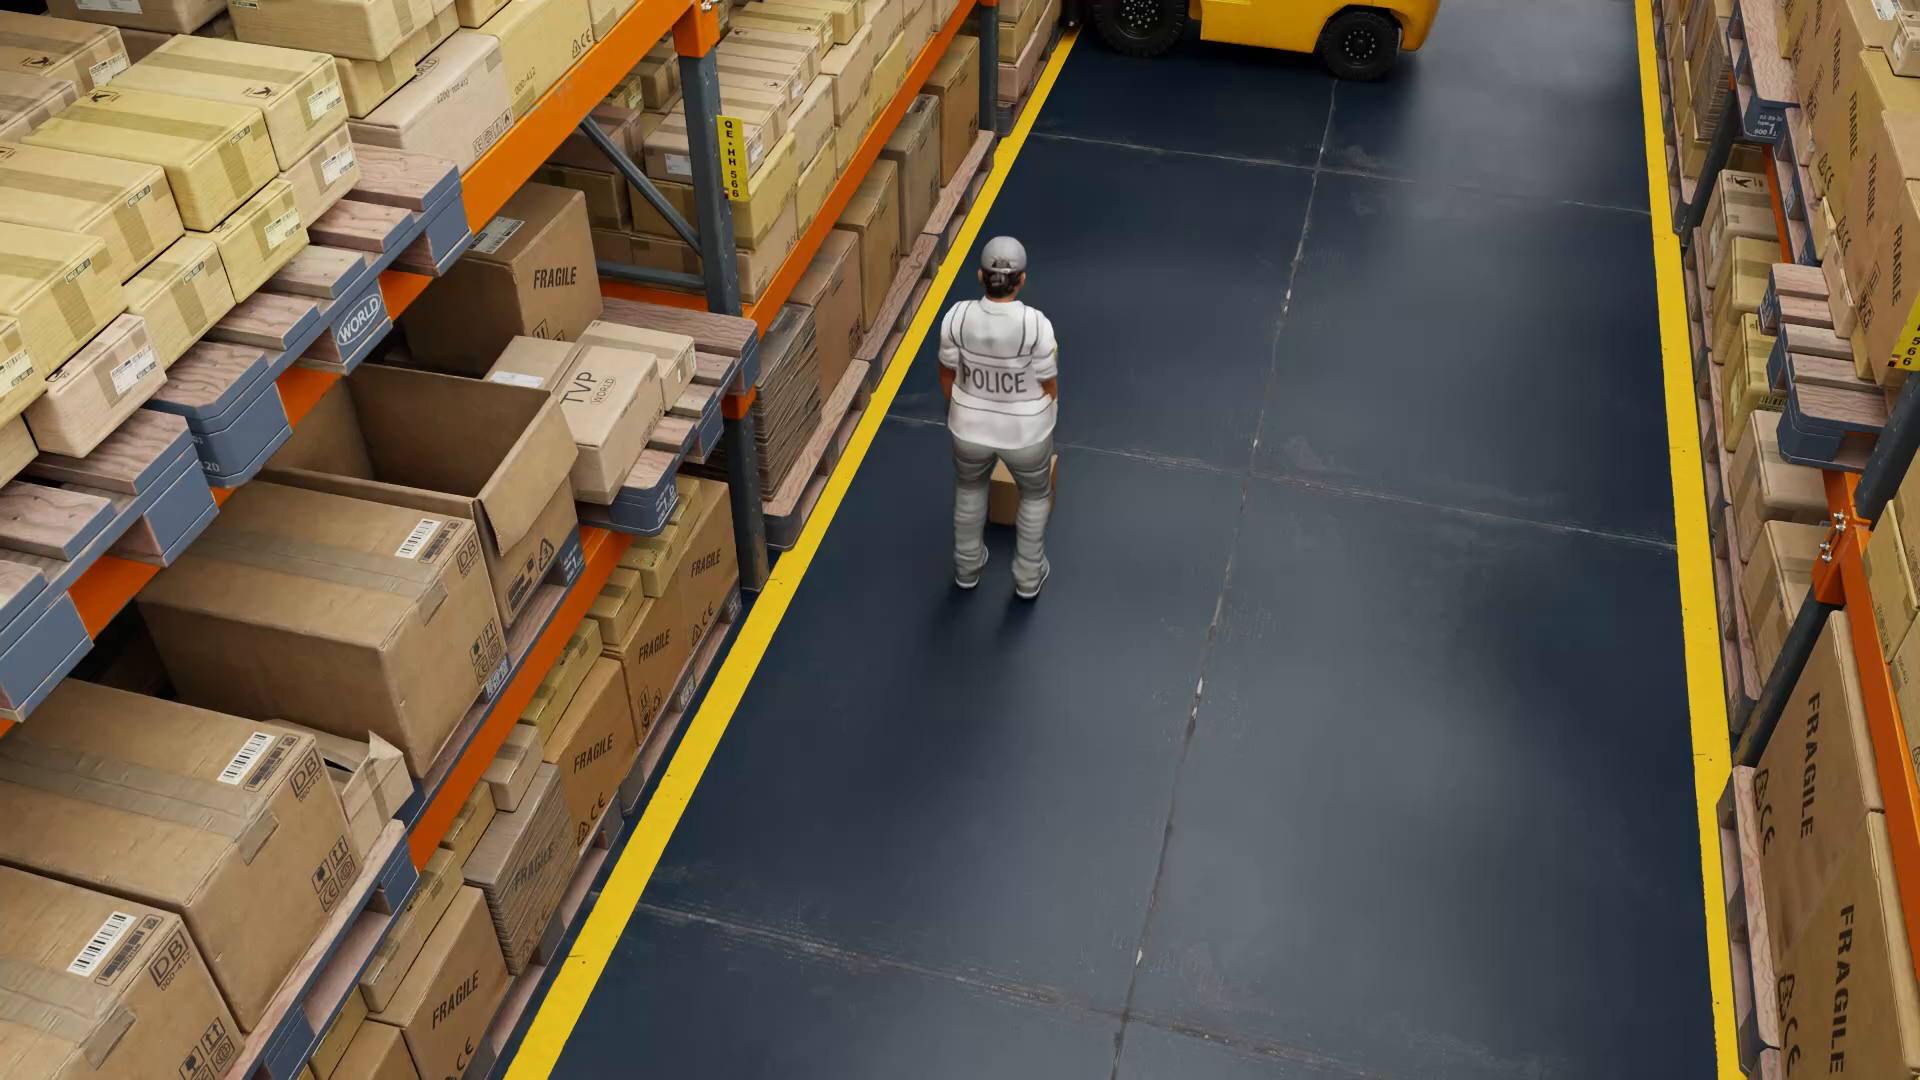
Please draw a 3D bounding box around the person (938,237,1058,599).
[{"bbox_3d":[0.152,-0.464,6.710,0.480,1.649,0.418,10,42,11],"label":"person"}]
